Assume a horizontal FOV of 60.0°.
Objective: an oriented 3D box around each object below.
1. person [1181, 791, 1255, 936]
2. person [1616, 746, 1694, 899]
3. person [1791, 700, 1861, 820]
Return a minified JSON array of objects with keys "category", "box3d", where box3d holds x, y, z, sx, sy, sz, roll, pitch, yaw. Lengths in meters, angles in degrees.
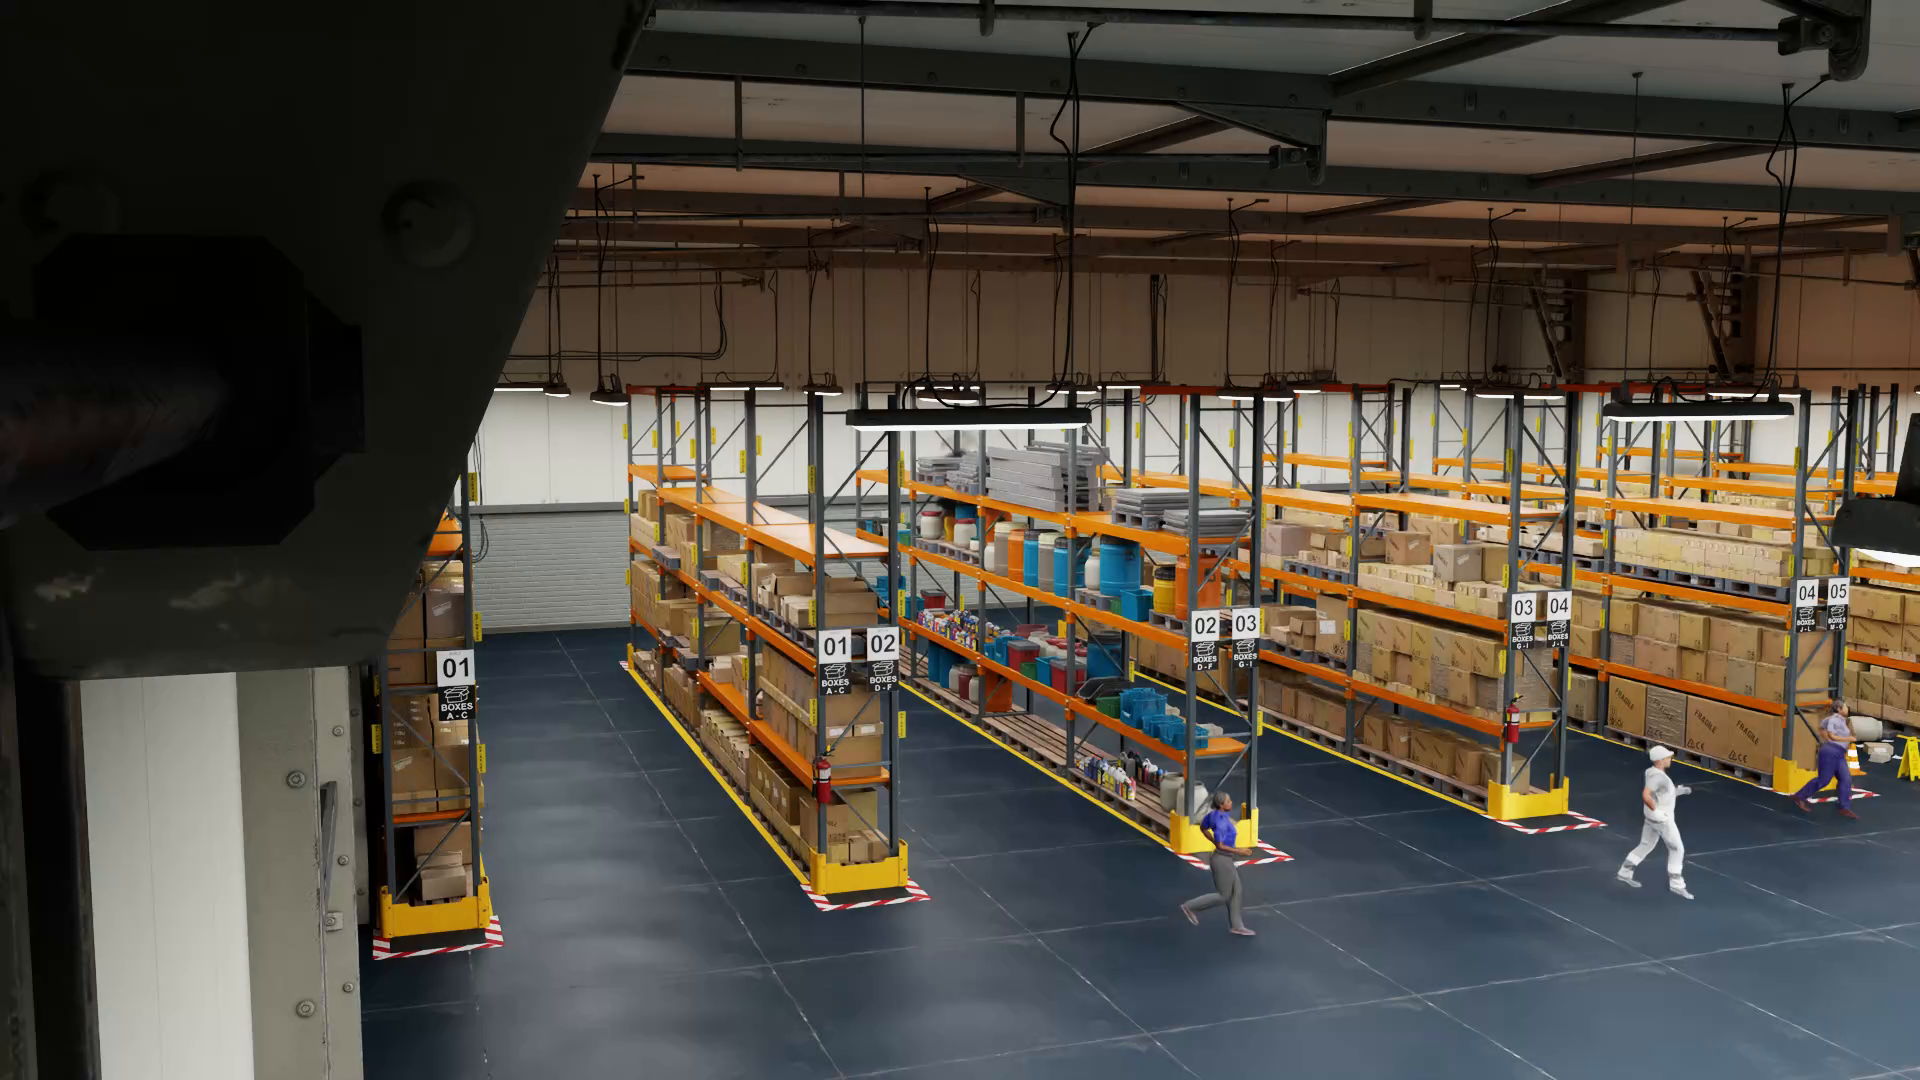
[{"category":"person","box3d":[2.885,3.610,18.548,0.843,1.649,0.579,0,6,2]},{"category":"person","box3d":[8.358,3.370,19.920,0.859,1.833,0.651,0,6,5]},{"category":"person","box3d":[12.396,3.084,23.668,0.882,1.608,0.642,4,7,36]}]
